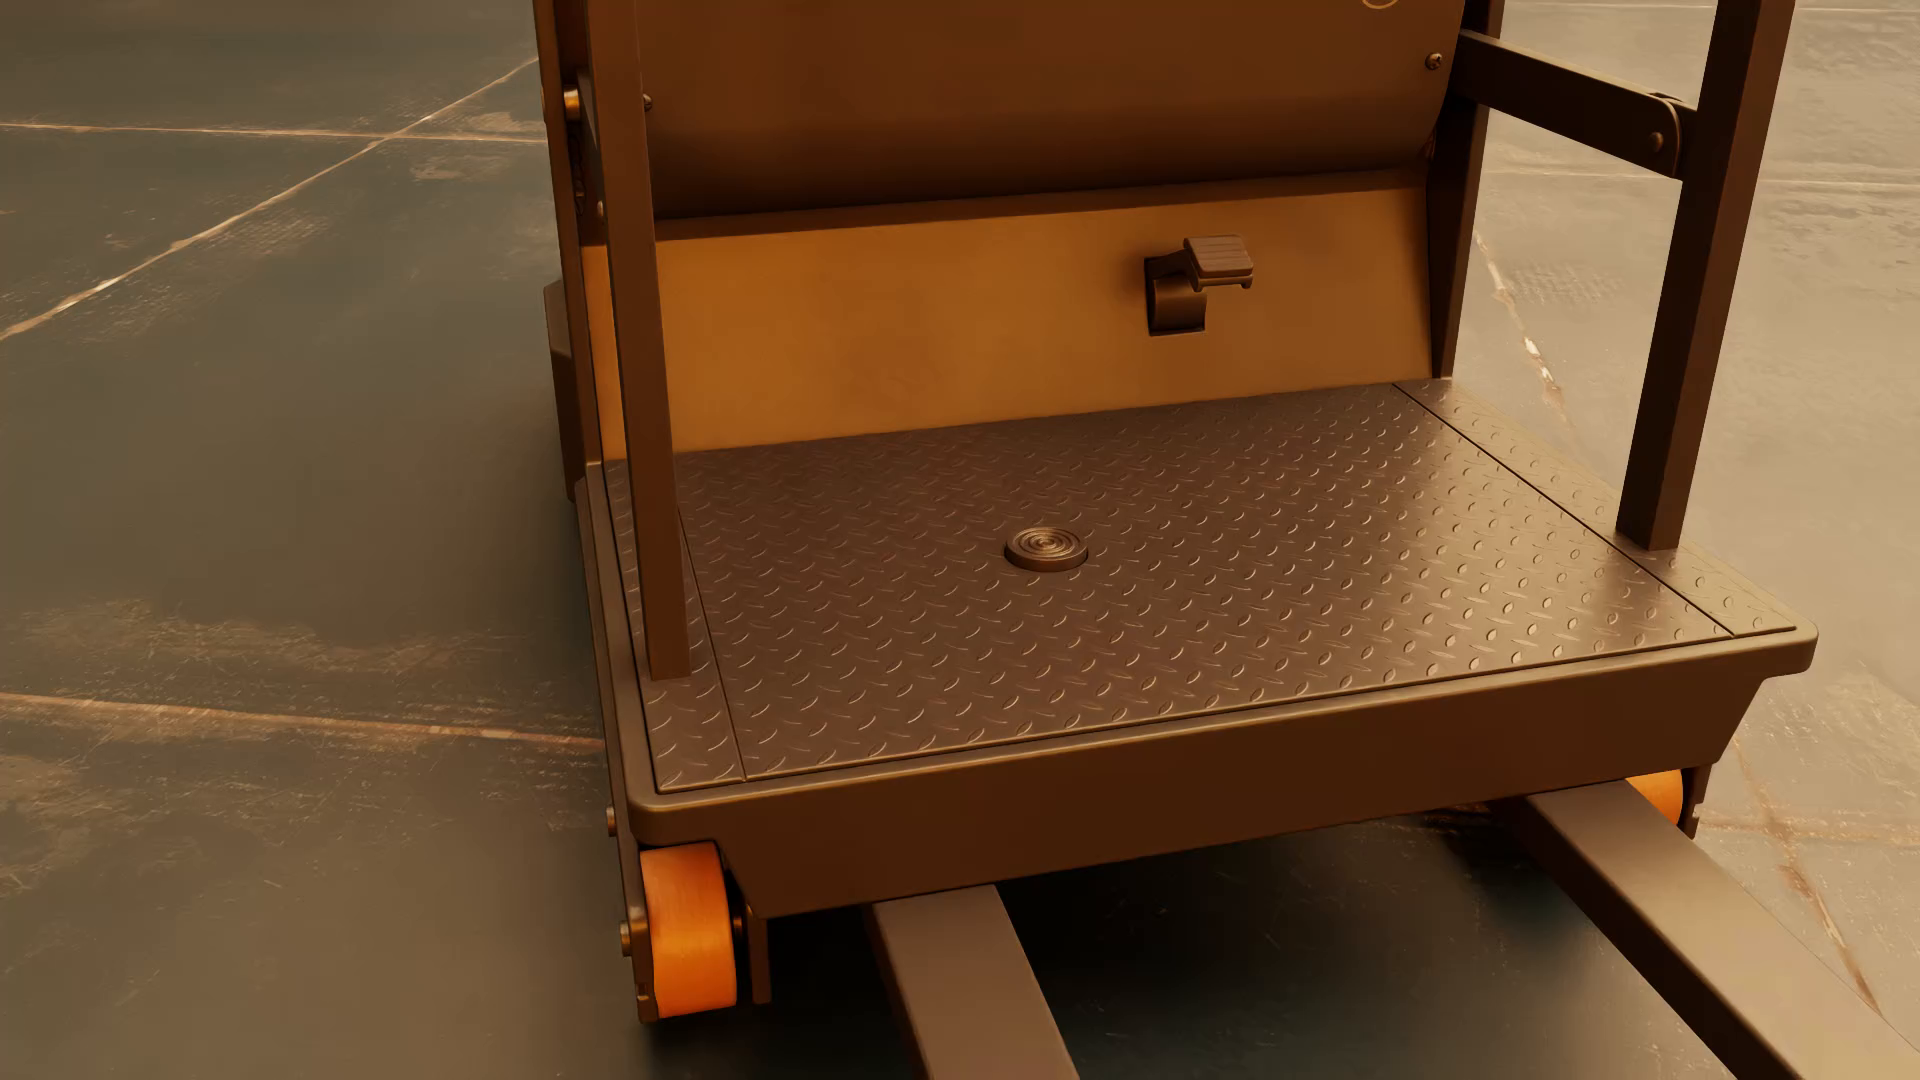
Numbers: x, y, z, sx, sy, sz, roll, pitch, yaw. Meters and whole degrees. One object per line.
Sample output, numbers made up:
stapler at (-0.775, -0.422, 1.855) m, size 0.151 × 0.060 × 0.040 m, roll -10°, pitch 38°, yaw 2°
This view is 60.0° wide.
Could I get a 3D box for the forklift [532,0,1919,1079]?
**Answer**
forklift at (0.153, -1.049, 1.319) m, size 1.130 × 2.935 × 3.031 m, roll -7°, pitch 27°, yaw -13°
